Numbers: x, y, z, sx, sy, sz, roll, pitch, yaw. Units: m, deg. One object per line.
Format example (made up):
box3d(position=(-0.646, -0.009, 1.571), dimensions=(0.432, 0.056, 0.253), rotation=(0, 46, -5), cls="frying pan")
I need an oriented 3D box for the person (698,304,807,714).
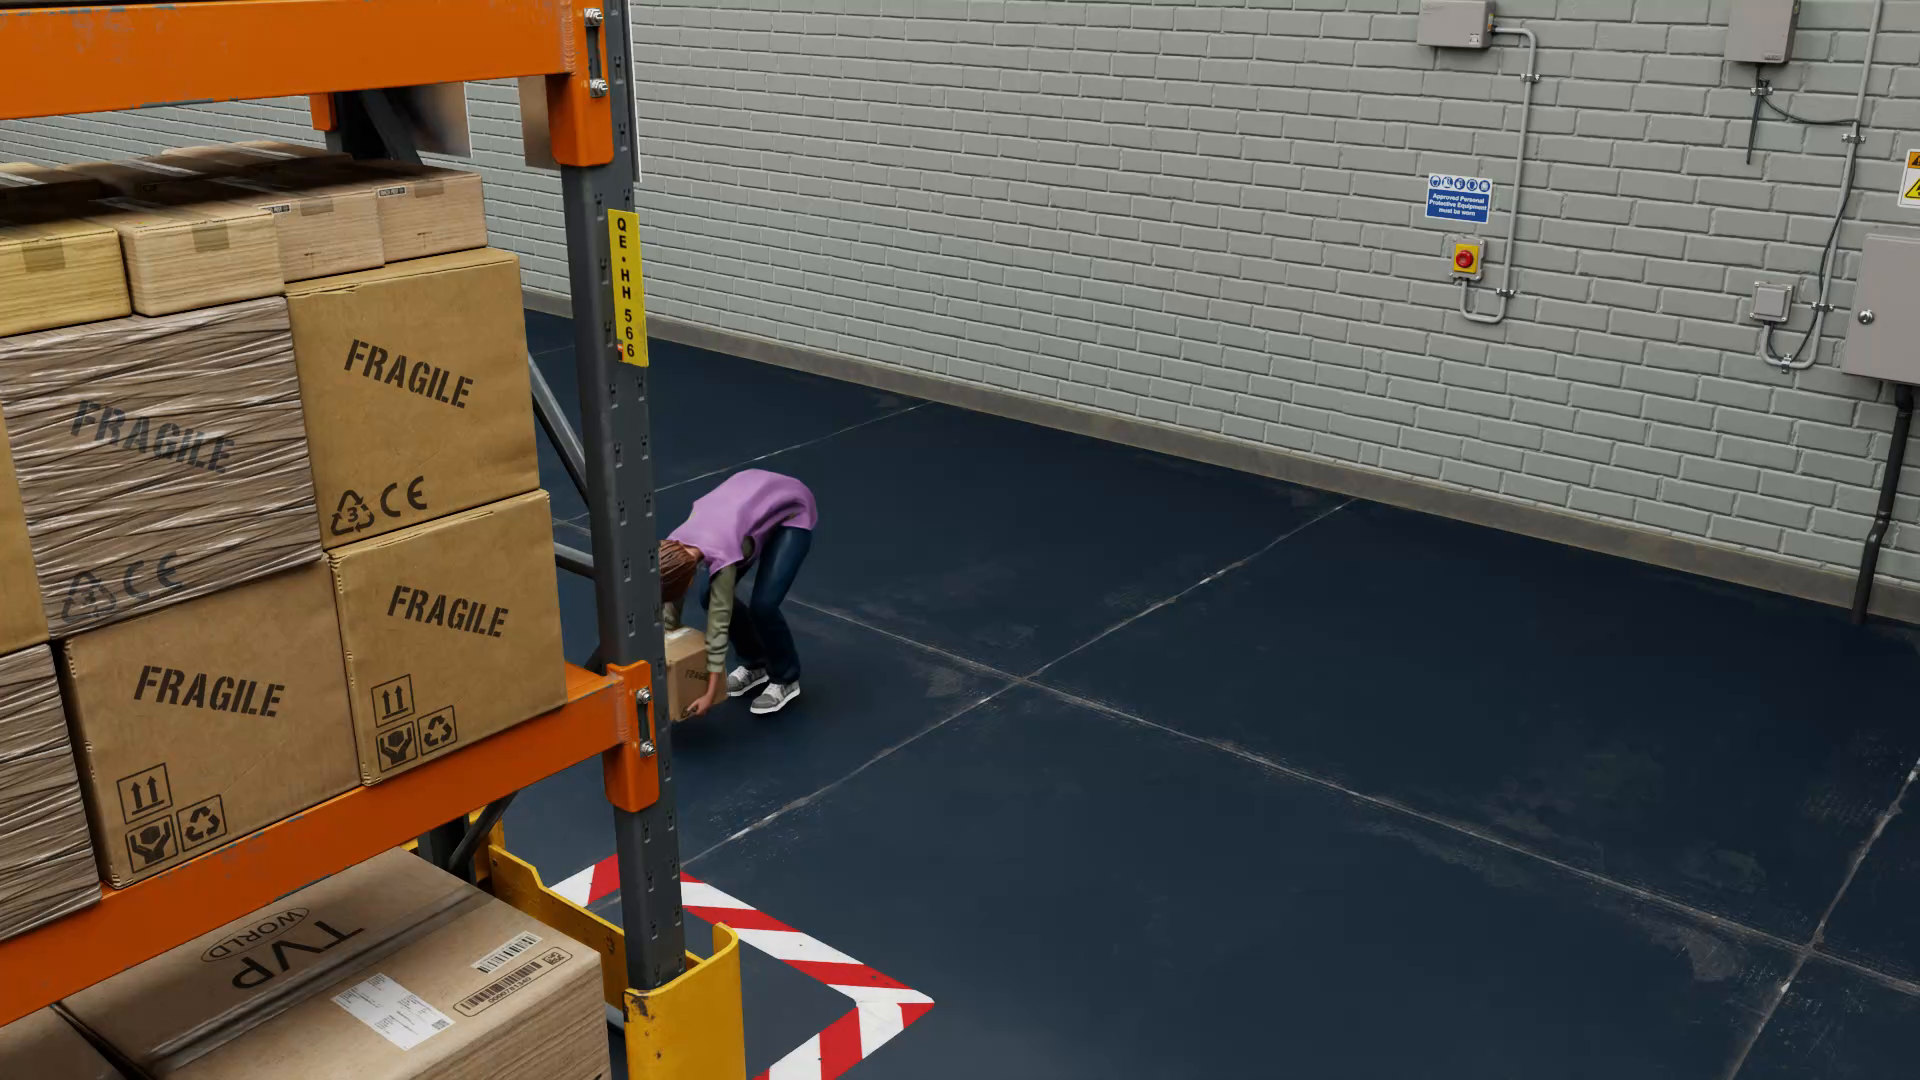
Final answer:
box3d(position=(-0.818, -0.103, 6.373), dimensions=(0.375, 1.600, 0.502), rotation=(16, 26, 36), cls="person")
